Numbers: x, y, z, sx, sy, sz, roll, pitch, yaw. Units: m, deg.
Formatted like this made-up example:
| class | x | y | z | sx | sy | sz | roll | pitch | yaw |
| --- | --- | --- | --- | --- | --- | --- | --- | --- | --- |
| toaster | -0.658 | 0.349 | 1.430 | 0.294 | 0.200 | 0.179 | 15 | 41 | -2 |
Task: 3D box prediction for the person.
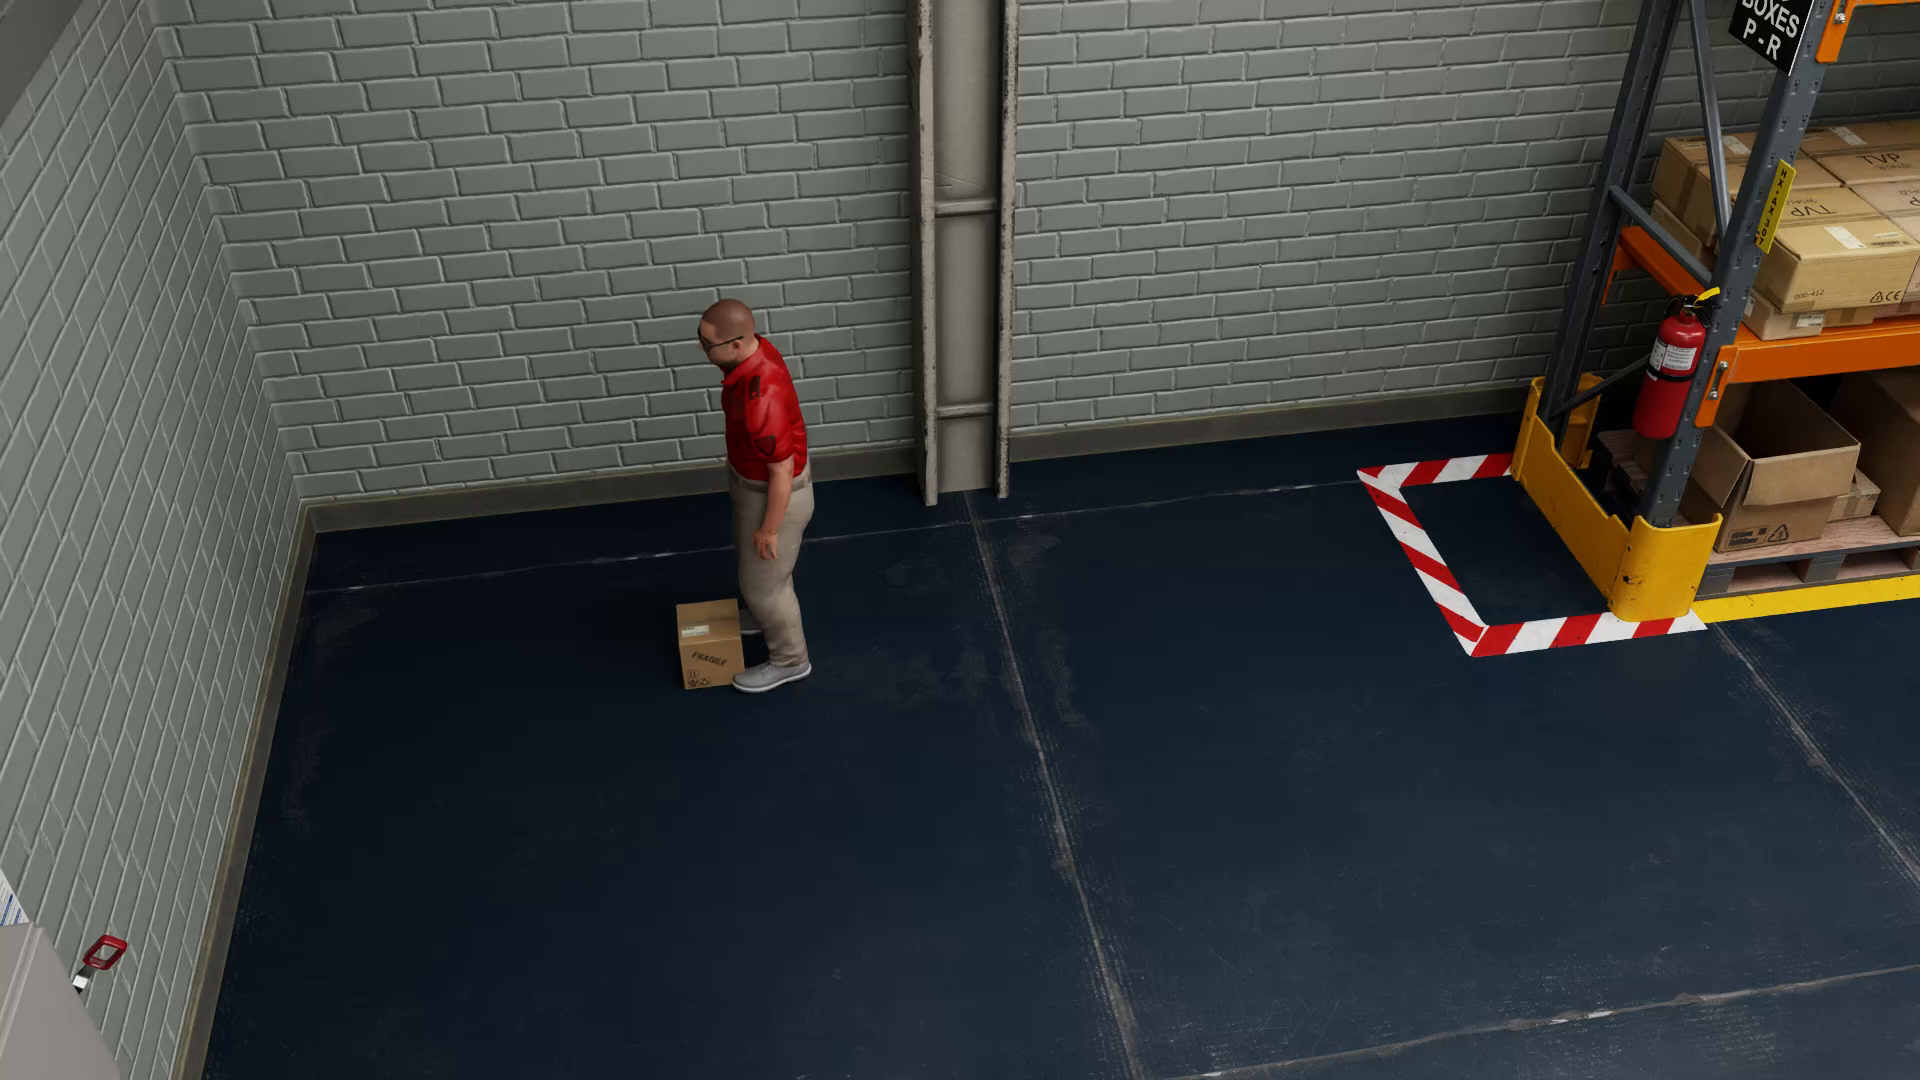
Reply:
| class | x | y | z | sx | sy | sz | roll | pitch | yaw |
| --- | --- | --- | --- | --- | --- | --- | --- | --- | --- |
| person | -0.768 | -0.185 | 6.398 | 0.393 | 1.725 | 0.592 | -8 | 39 | -10 |
